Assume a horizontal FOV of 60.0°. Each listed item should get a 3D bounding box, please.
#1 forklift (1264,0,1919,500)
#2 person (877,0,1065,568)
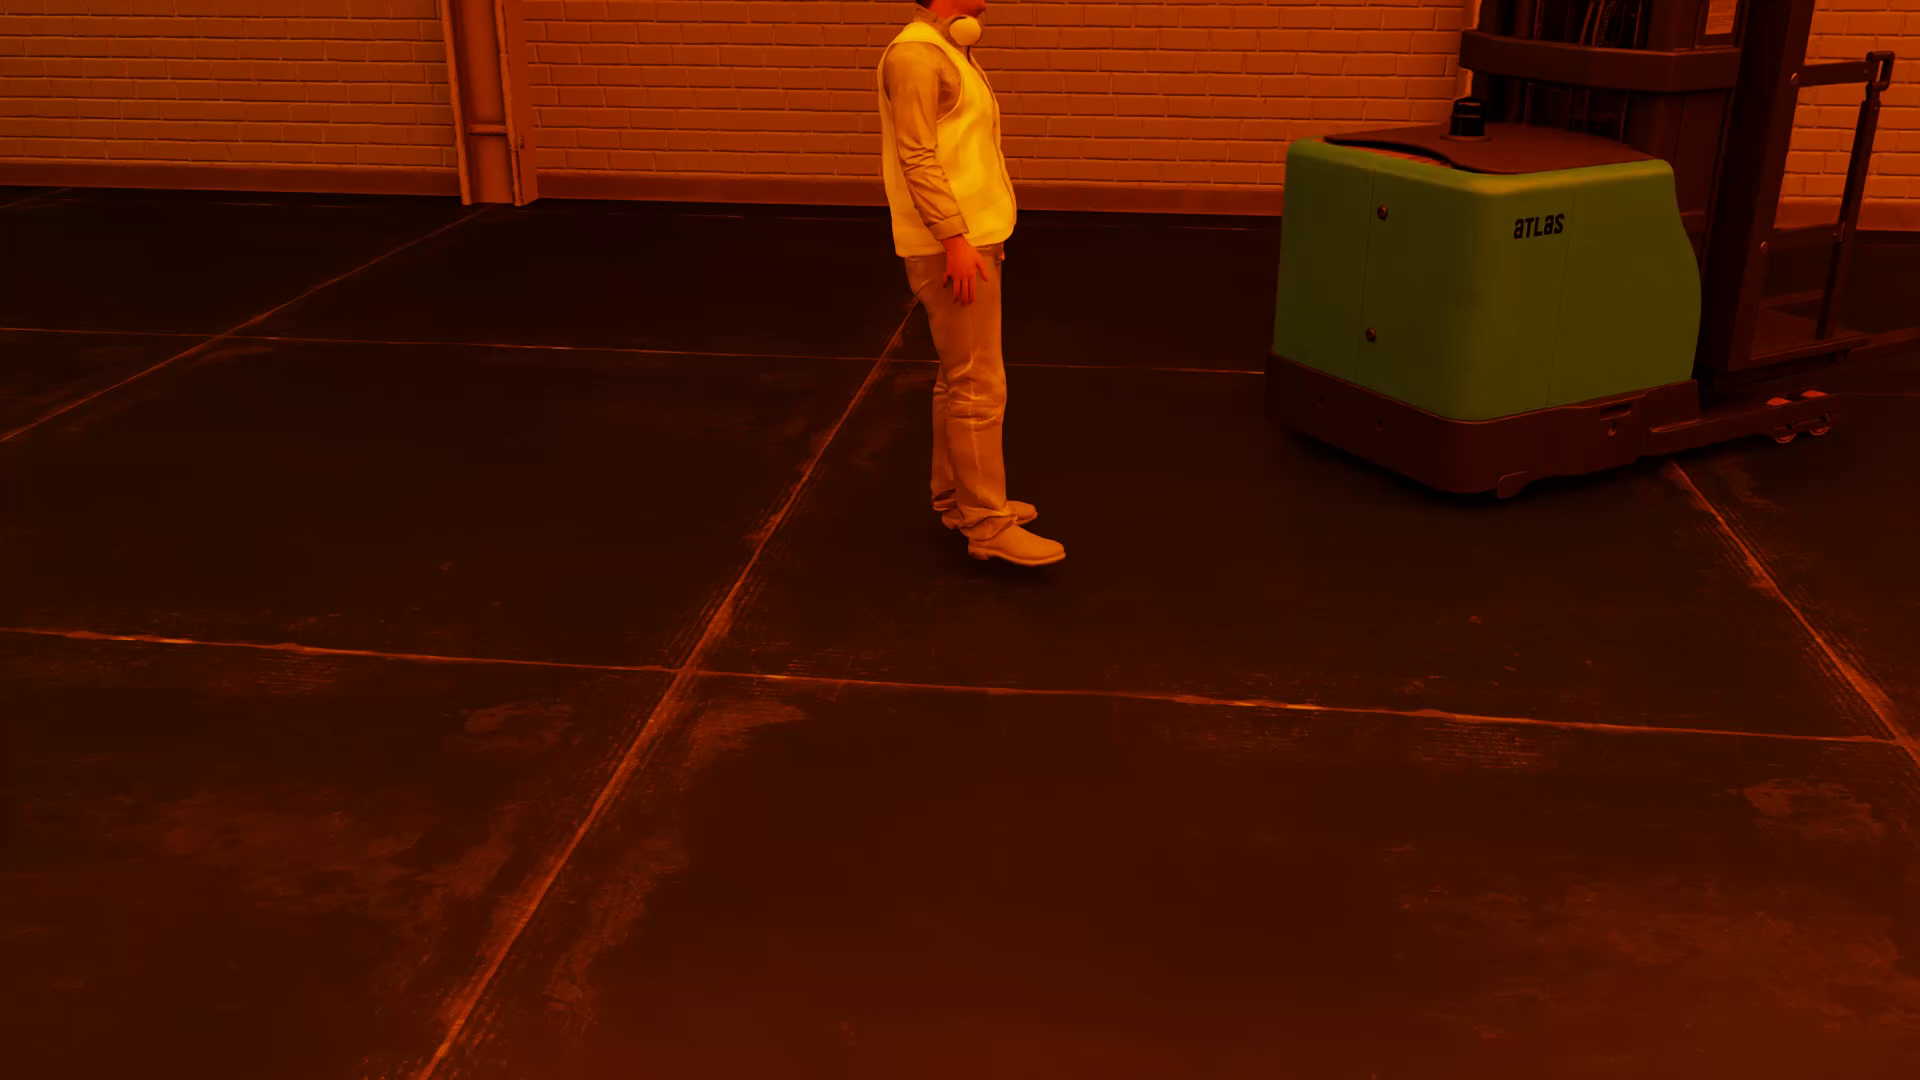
[{"bbox_3d":[2.663,-1.870,5.896,3.031,2.935,1.130,-12,25,-26],"label":"forklift"},{"bbox_3d":[0.061,-0.862,4.814,0.566,1.775,0.633,3,22,7],"label":"person"}]
